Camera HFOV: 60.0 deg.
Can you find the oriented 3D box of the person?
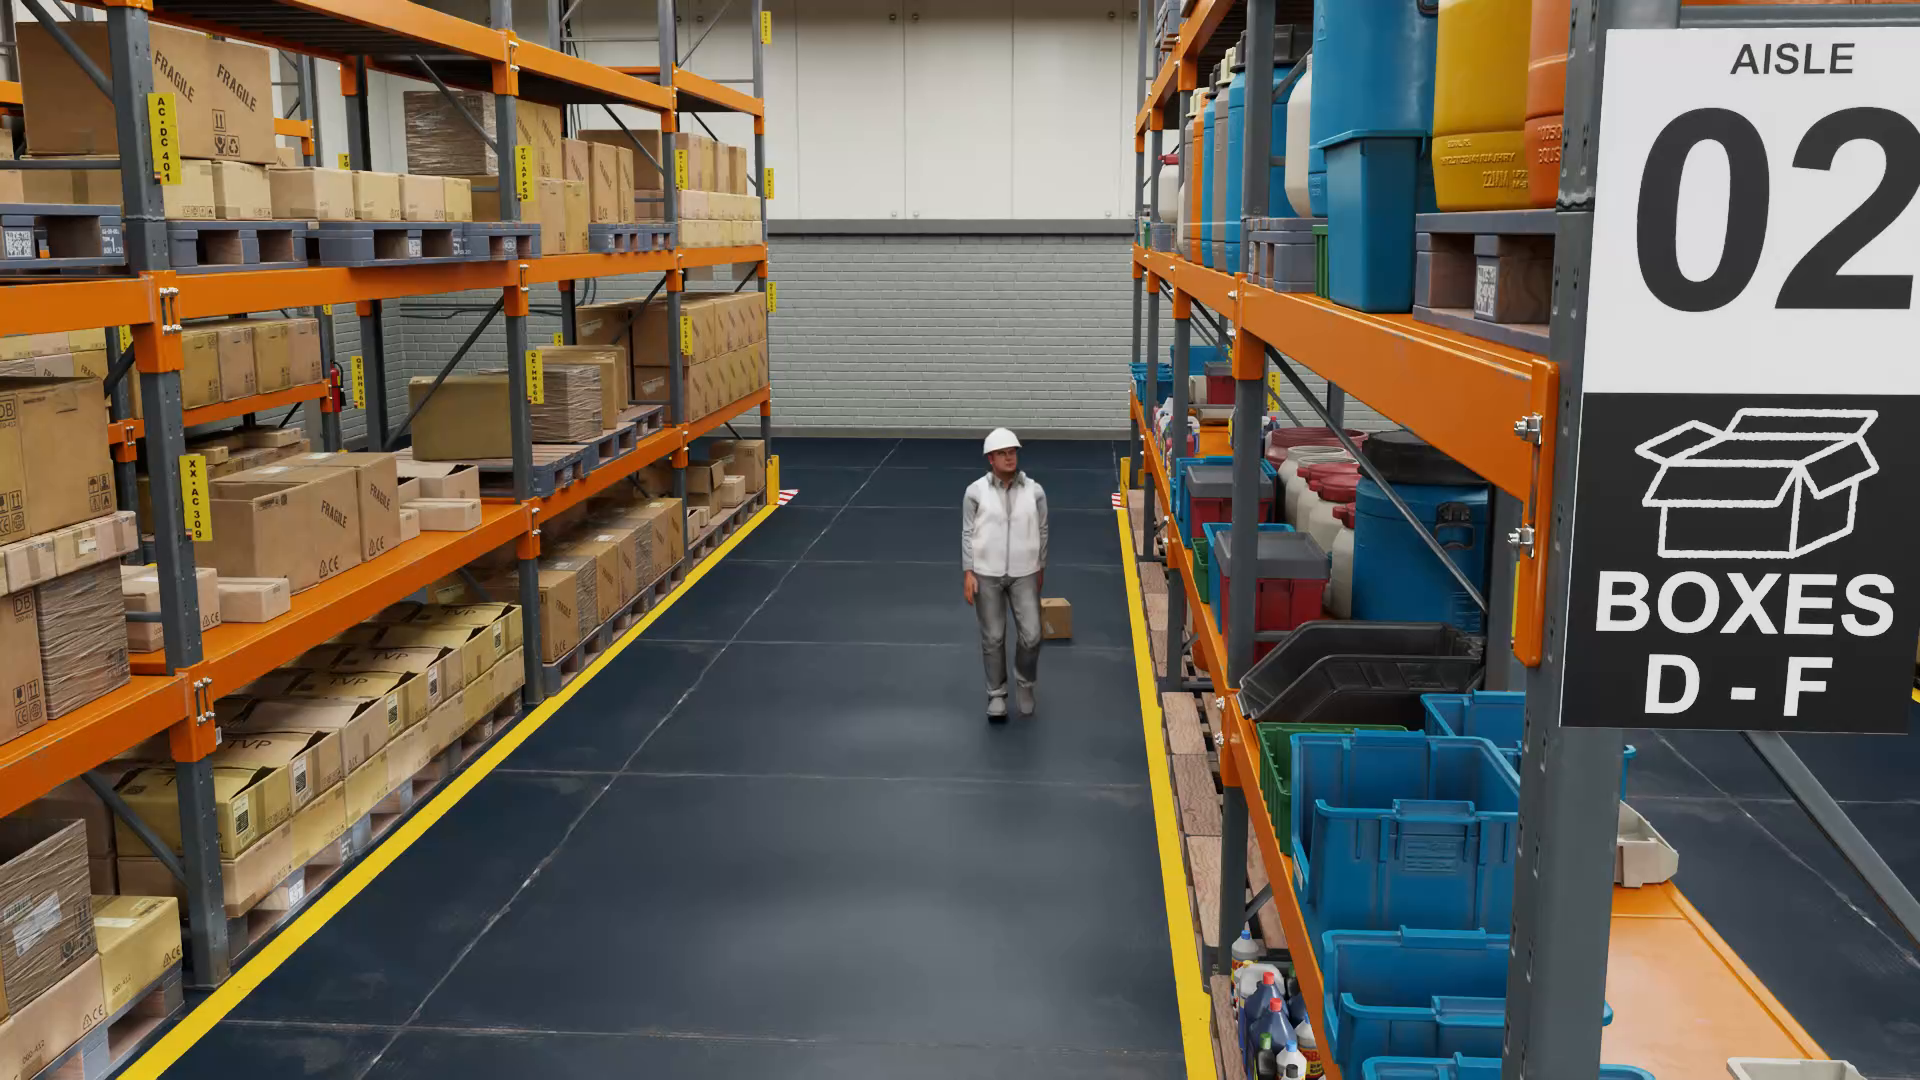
[{"bbox_3d":[0.281,0.221,10.122,0.541,1.790,0.467,-1,11,-3],"label":"person"}]
